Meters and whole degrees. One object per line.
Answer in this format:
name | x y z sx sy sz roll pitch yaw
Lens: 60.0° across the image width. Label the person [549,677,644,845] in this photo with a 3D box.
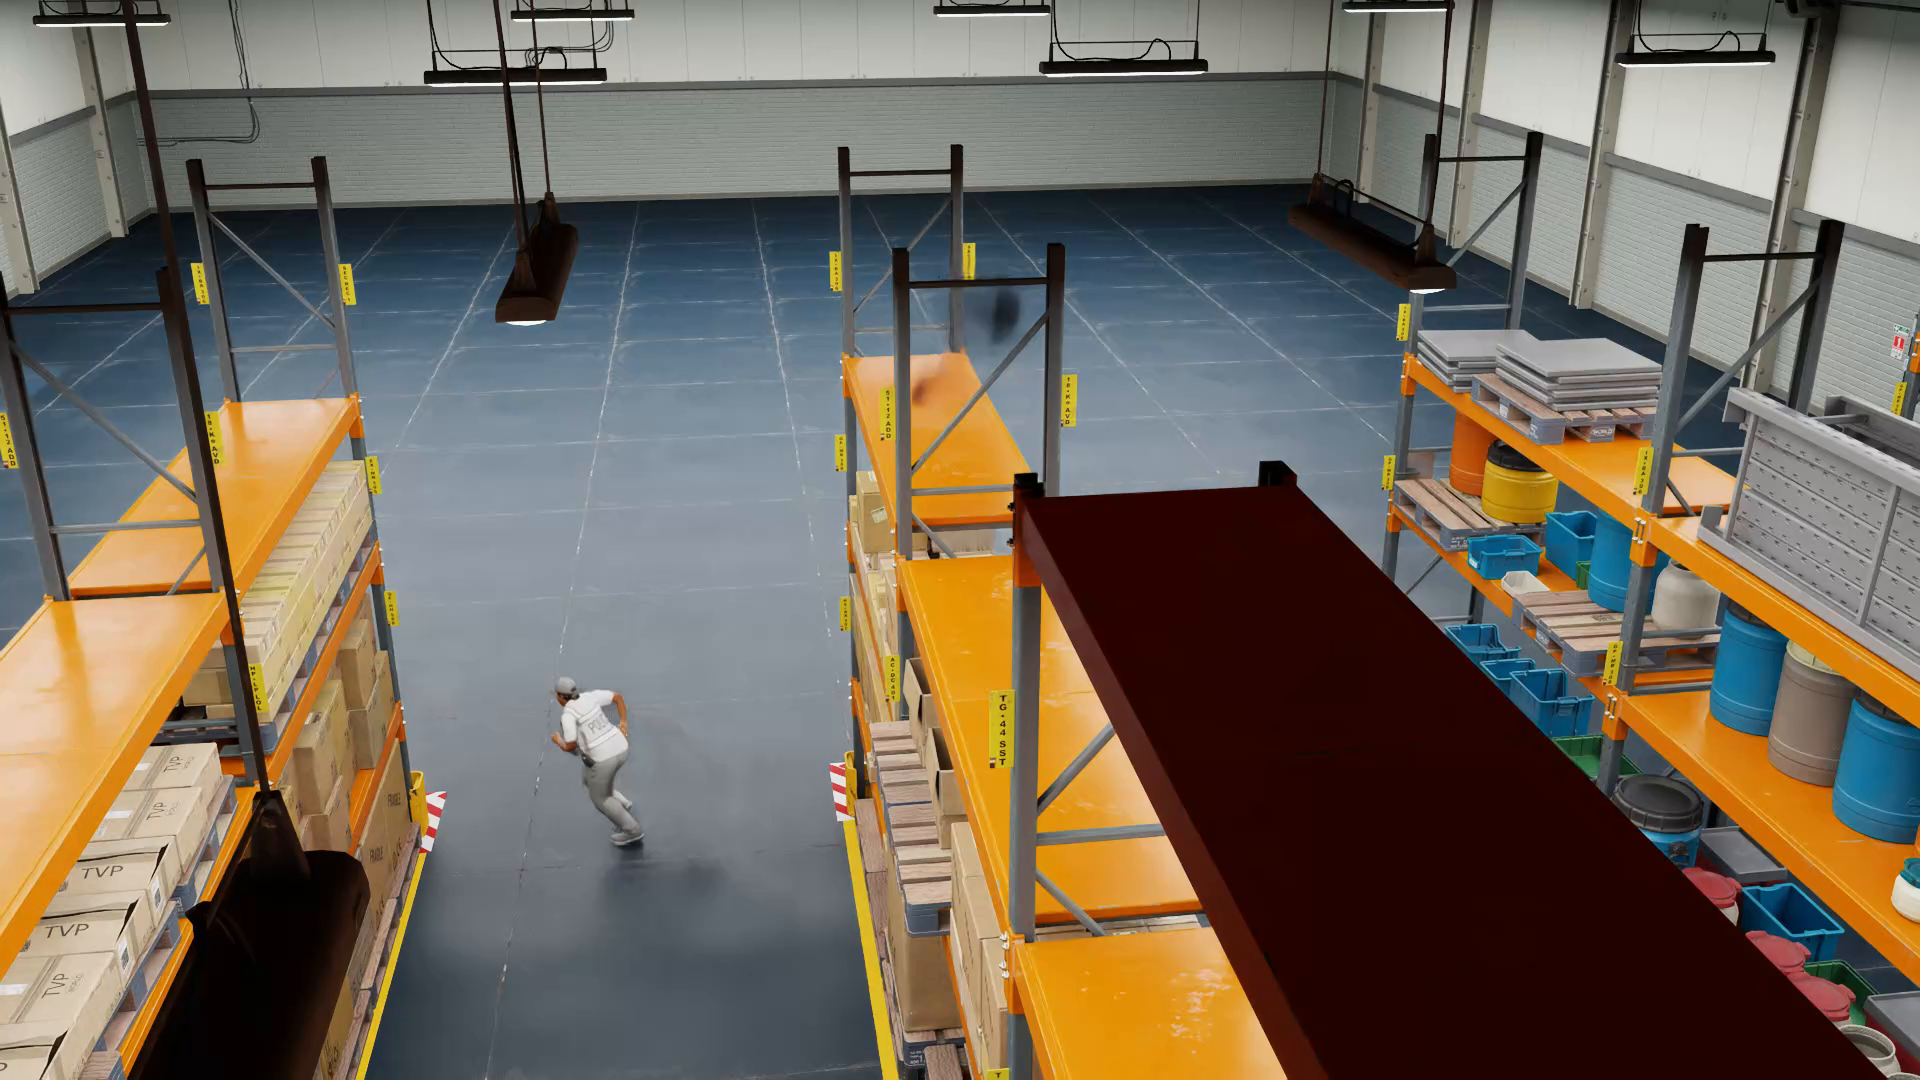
person | -3.208 1.921 14.767 0.848 1.497 0.637 8 23 20
